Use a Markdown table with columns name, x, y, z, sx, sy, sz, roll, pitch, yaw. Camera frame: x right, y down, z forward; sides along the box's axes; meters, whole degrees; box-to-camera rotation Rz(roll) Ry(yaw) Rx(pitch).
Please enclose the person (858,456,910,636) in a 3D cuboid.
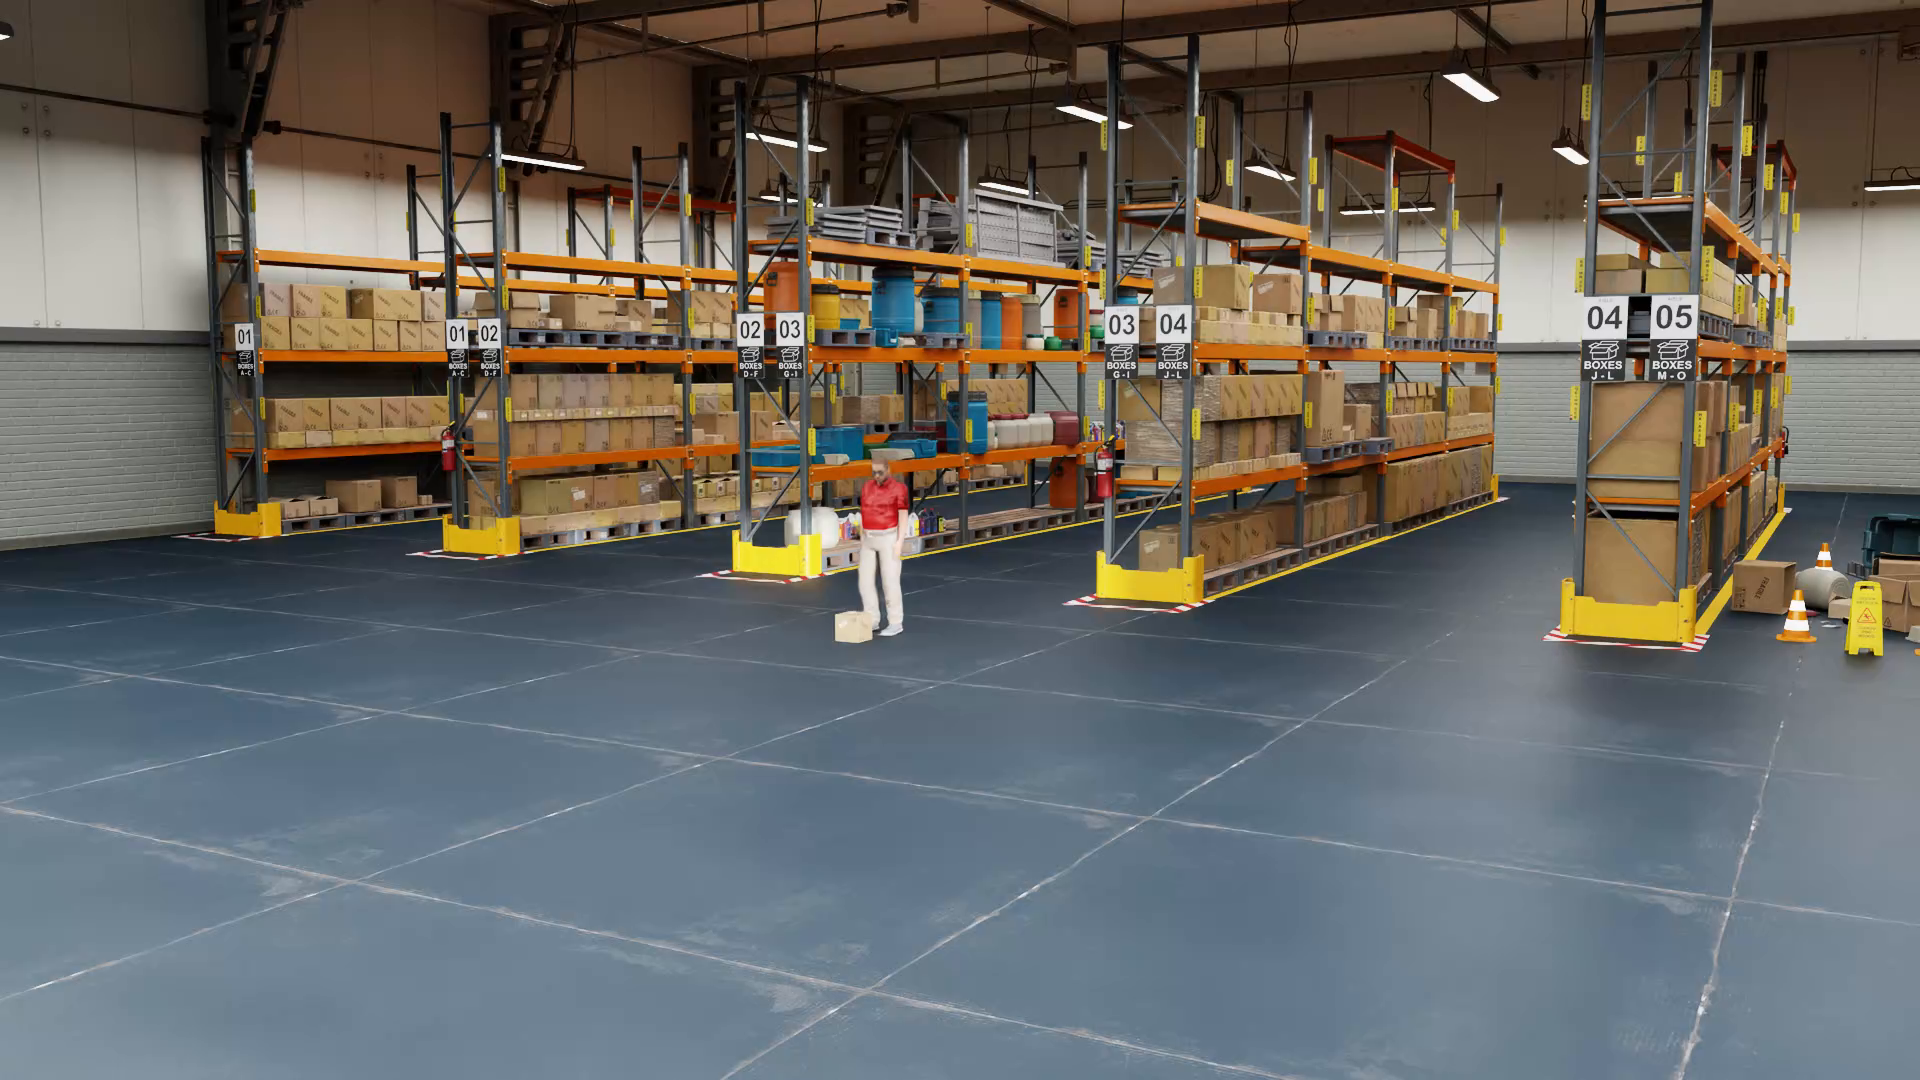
| name | x | y | z | sx | sy | sz | roll | pitch | yaw |
| --- | --- | --- | --- | --- | --- | --- | --- | --- | --- |
| person | -0.736 | 0.047 | 15.883 | 0.538 | 1.713 | 0.363 | 3 | 7 | 30 |
